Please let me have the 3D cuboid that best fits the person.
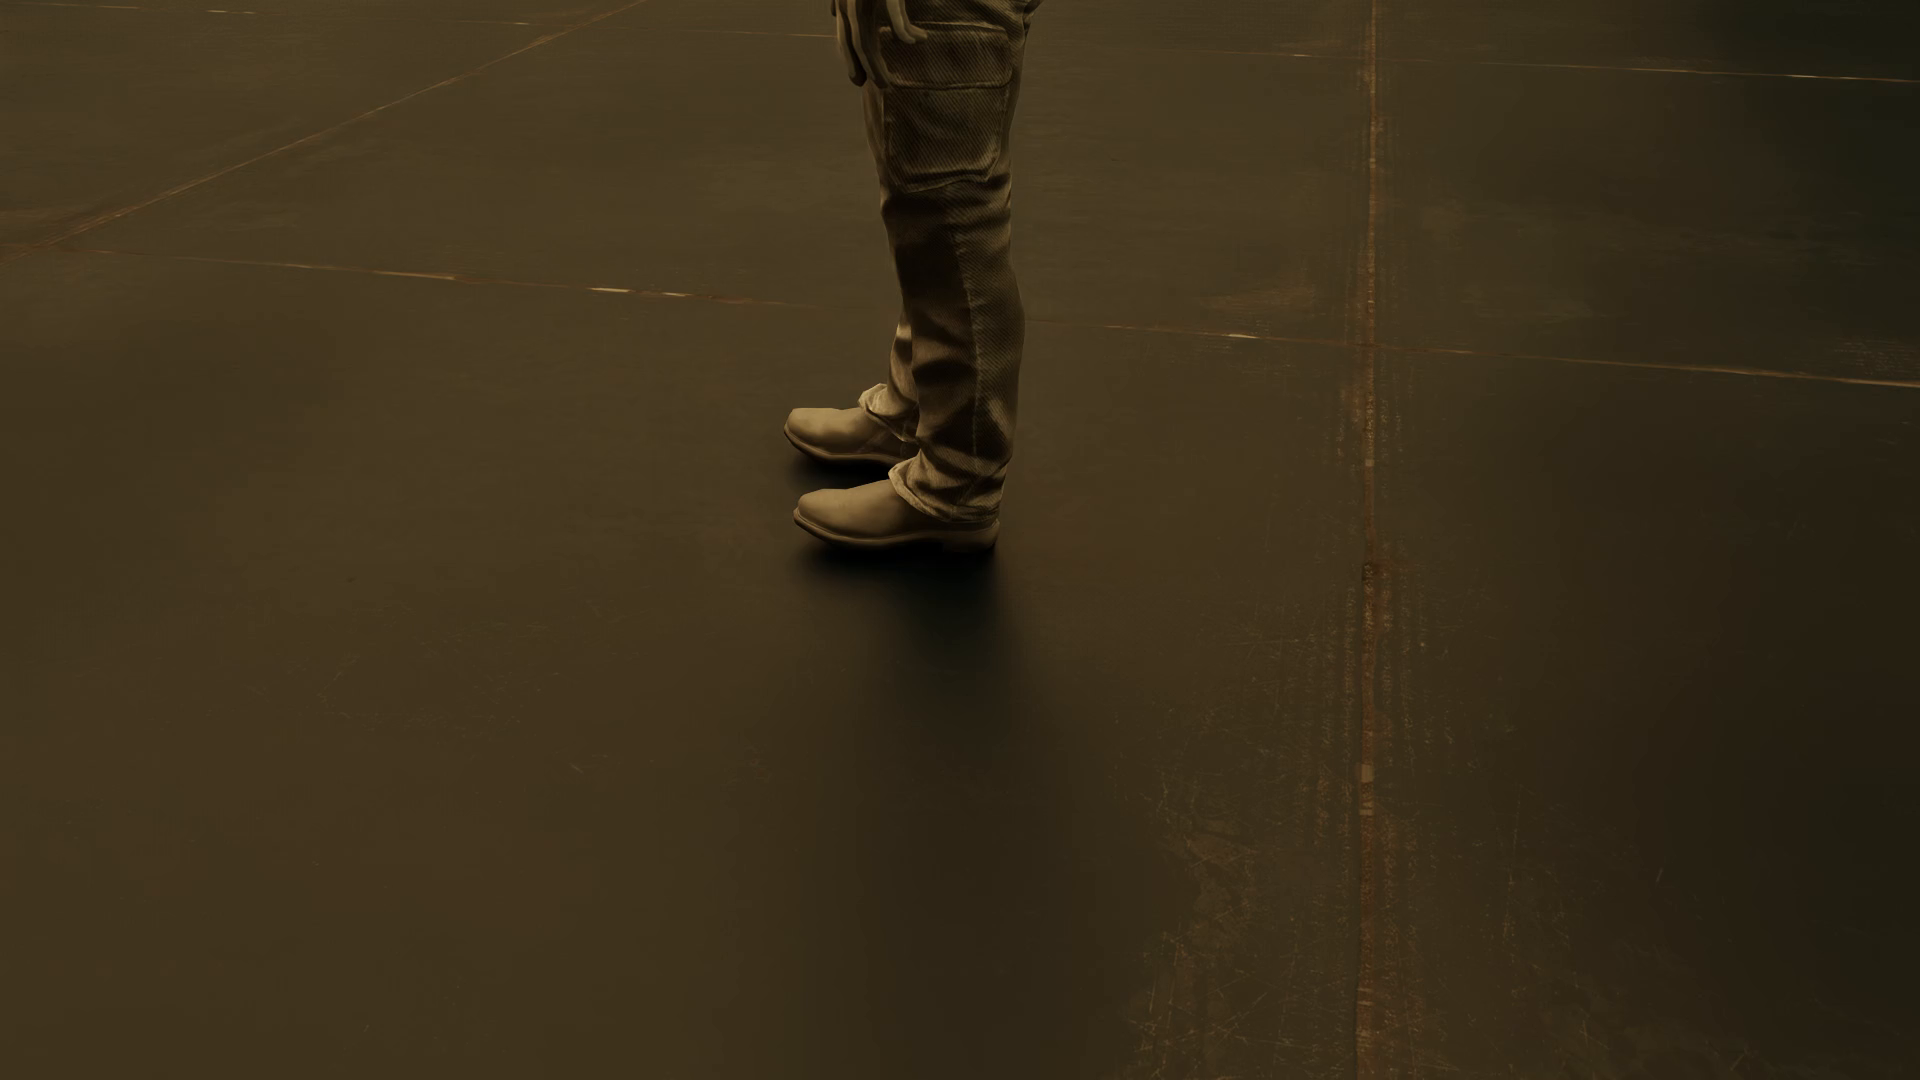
[{"bbox_3d":[-0.068,-0.814,2.117,0.577,1.782,0.656,6,27,11],"label":"person"}]
